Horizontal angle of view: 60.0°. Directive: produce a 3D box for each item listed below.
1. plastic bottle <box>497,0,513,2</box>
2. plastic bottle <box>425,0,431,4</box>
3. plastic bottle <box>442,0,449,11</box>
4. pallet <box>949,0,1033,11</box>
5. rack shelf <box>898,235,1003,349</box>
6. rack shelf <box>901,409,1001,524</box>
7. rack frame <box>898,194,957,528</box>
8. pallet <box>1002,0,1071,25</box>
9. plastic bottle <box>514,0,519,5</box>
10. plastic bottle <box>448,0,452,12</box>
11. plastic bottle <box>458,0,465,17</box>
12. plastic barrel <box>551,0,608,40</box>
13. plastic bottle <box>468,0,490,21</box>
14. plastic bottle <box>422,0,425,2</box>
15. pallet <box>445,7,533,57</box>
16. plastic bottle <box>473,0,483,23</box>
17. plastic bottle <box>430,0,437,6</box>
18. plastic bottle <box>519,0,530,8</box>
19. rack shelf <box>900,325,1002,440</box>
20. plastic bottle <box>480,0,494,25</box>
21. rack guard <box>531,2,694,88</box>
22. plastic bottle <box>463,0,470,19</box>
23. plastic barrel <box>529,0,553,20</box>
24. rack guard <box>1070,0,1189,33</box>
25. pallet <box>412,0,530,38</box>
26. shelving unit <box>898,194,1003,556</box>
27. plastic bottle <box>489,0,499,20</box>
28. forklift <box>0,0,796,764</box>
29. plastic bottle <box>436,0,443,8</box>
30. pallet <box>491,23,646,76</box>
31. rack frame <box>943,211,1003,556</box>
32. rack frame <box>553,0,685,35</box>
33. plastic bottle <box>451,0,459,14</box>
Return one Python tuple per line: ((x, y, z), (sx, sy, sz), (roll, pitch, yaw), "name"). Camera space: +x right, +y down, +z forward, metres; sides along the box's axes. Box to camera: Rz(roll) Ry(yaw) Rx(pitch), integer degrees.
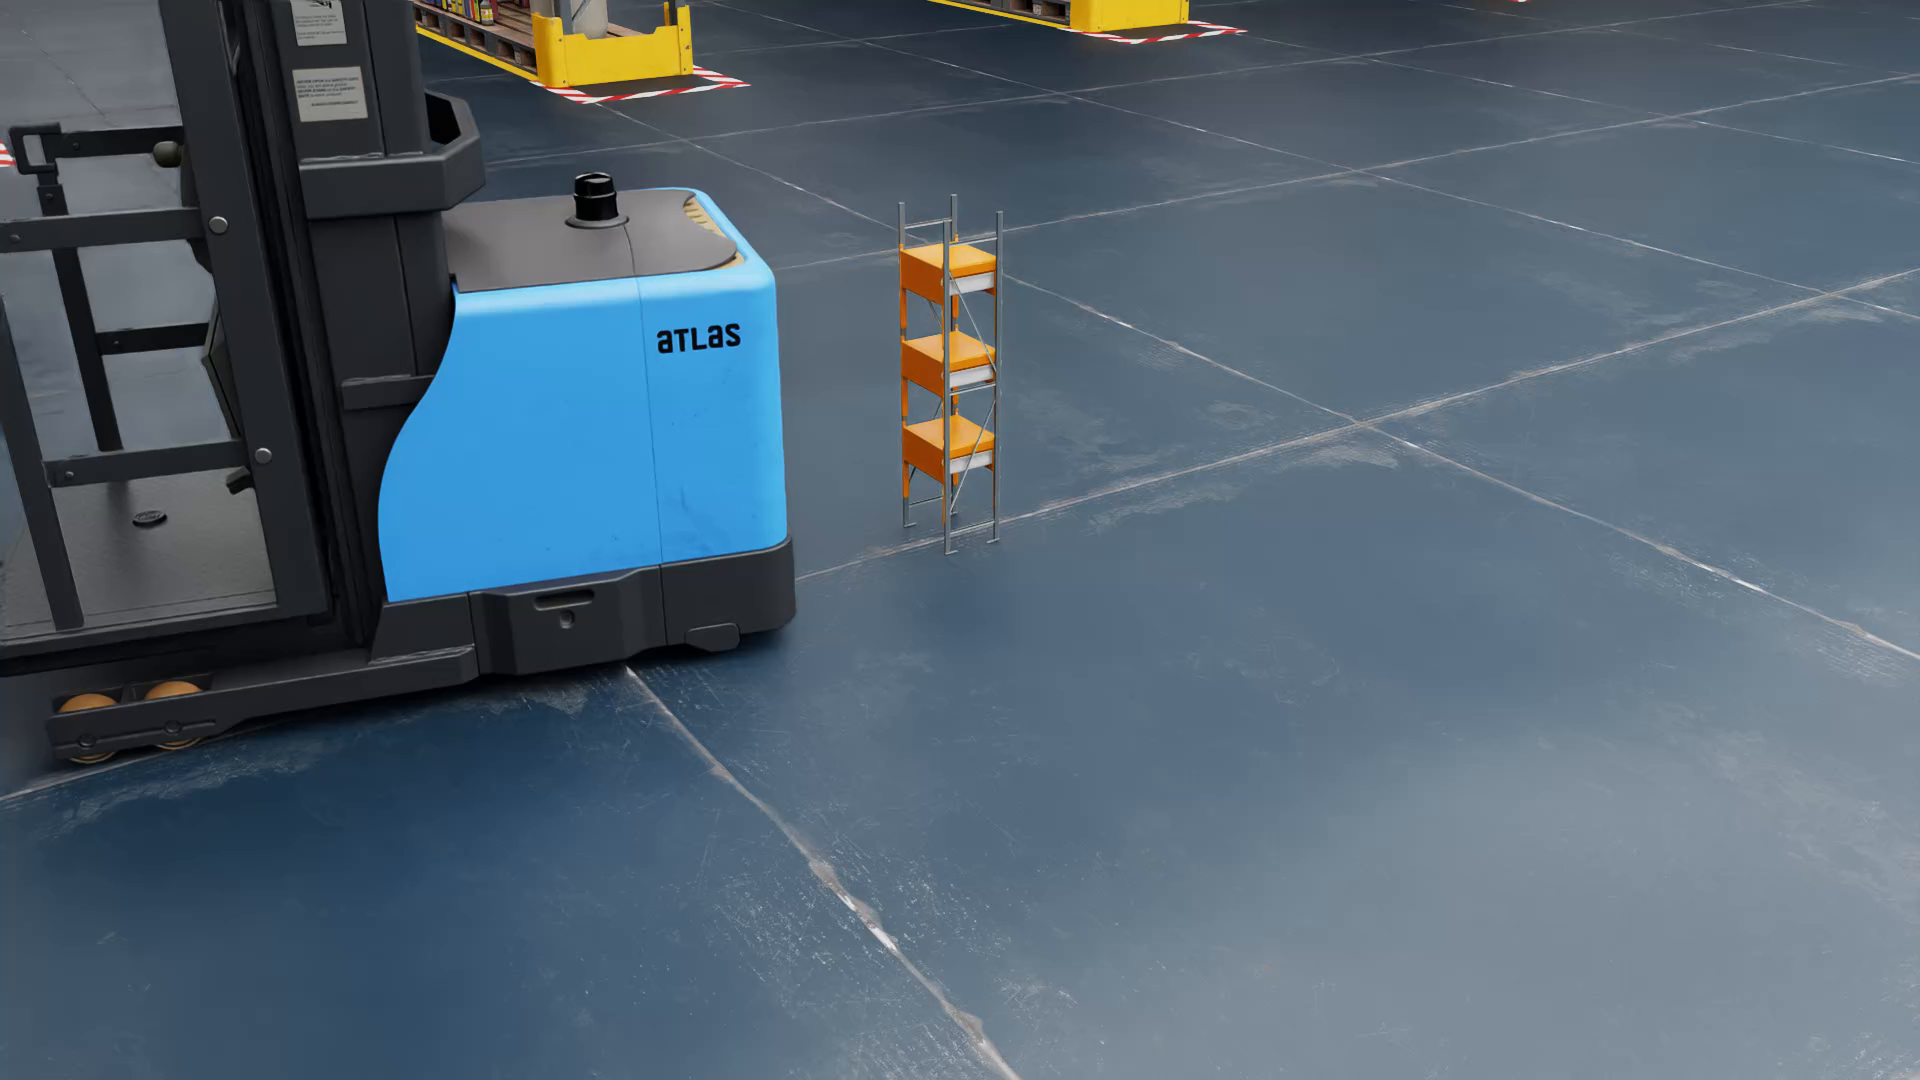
((-4.150, -5.017, 15.040), (0.152, 0.276, 0.135), (-16, 29, -30), "plastic bottle")
((-4.732, -4.967, 14.934), (0.152, 0.276, 0.135), (-14, 29, -28), "plastic bottle")
((-4.487, -4.774, 14.516), (0.061, 0.283, 0.133), (-14, 29, -27), "plastic bottle")
((0.478, -5.550, 16.759), (1.003, 0.211, 1.213), (-16, 29, -30), "pallet")
((-0.029, -0.741, 4.950), (0.215, 0.259, 0.240), (-16, 29, -30), "rack shelf")
((-0.029, -0.233, 5.190), (0.215, 0.259, 0.240), (-16, 29, -30), "rack shelf")
((-0.096, -0.538, 5.159), (0.200, 1.050, 0.008), (-16, 29, -30), "rack frame")
((1.140, -5.114, 15.836), (1.003, 0.211, 1.213), (-16, 29, -30), "pallet")
((-3.936, -4.916, 14.815), (0.061, 0.283, 0.133), (-16, 29, -30), "plastic bottle")
((-4.407, -4.699, 14.453), (0.097, 0.201, 0.097), (0, 25, 0), "plastic bottle")
((-4.208, -4.655, 14.184), (0.144, 0.351, 0.185), (-14, 29, -27), "plastic bottle")
((-2.977, -4.177, 13.007), (0.421, 0.512, 0.421), (0, 25, 0), "plastic barrel")
((-4.039, -4.513, 13.972), (0.152, 0.276, 0.135), (-15, 29, -29), "plastic bottle")
((-4.820, -4.970, 15.027), (0.097, 0.201, 0.097), (0, 25, 0), "plastic bottle")
((-3.736, -4.378, 14.276), (1.003, 0.211, 1.213), (-16, 29, -30), "pallet")
((-4.003, -4.457, 13.845), (0.061, 0.283, 0.133), (-15, 29, -28), "plastic bottle")
((-4.645, -4.941, 14.790), (0.144, 0.351, 0.185), (-15, 29, -28), "plastic bottle")
((-3.867, -4.865, 14.707), (0.061, 0.283, 0.133), (-16, 29, -30), "plastic bottle")
((-0.029, -0.484, 5.071), (0.215, 0.259, 0.240), (-16, 29, -30), "rack shelf")
((-3.924, -4.383, 13.783), (0.097, 0.201, 0.097), (0, 25, 0), "plastic bottle")
((-2.635, -3.780, 12.673), (1.175, 0.500, 0.348), (-16, 29, -30), "rack guard")
((-4.114, -4.563, 14.077), (0.152, 0.276, 0.135), (-16, 30, -31), "plastic bottle")
((-3.251, -4.356, 13.387), (0.421, 0.512, 0.421), (0, 25, 0), "plastic barrel")
((1.554, -4.946, 15.141), (1.175, 0.500, 0.348), (-16, 29, -30), "rack guard")
((-4.406, -4.814, 15.201), (1.003, 0.211, 1.213), (-16, 29, -30), "pallet")
((-0.029, -0.494, 5.066), (0.215, 1.050, 0.252), (-16, 29, -30), "shelving unit")
((-3.950, -4.542, 14.023), (0.061, 0.283, 0.133), (-16, 29, -30), "plastic bottle")
((-2.033, -1.030, 3.999), (3.031, 2.935, 1.130), (-8, 27, -17), "forklift")
((-4.542, -4.873, 14.647), (0.144, 0.351, 0.185), (-17, 30, -32), "plastic bottle")
((-3.074, -3.942, 13.352), (1.003, 0.211, 1.213), (-16, 29, -30), "pallet")
((0.037, -0.450, 4.974), (0.200, 1.050, 0.008), (-16, 29, -30), "rack frame")
((-2.554, -4.895, 12.105), (1.000, 3.000, 0.127), (-16, 29, -30), "rack frame")
((-4.310, -4.721, 14.325), (0.144, 0.351, 0.185), (-16, 30, -30), "plastic bottle")
